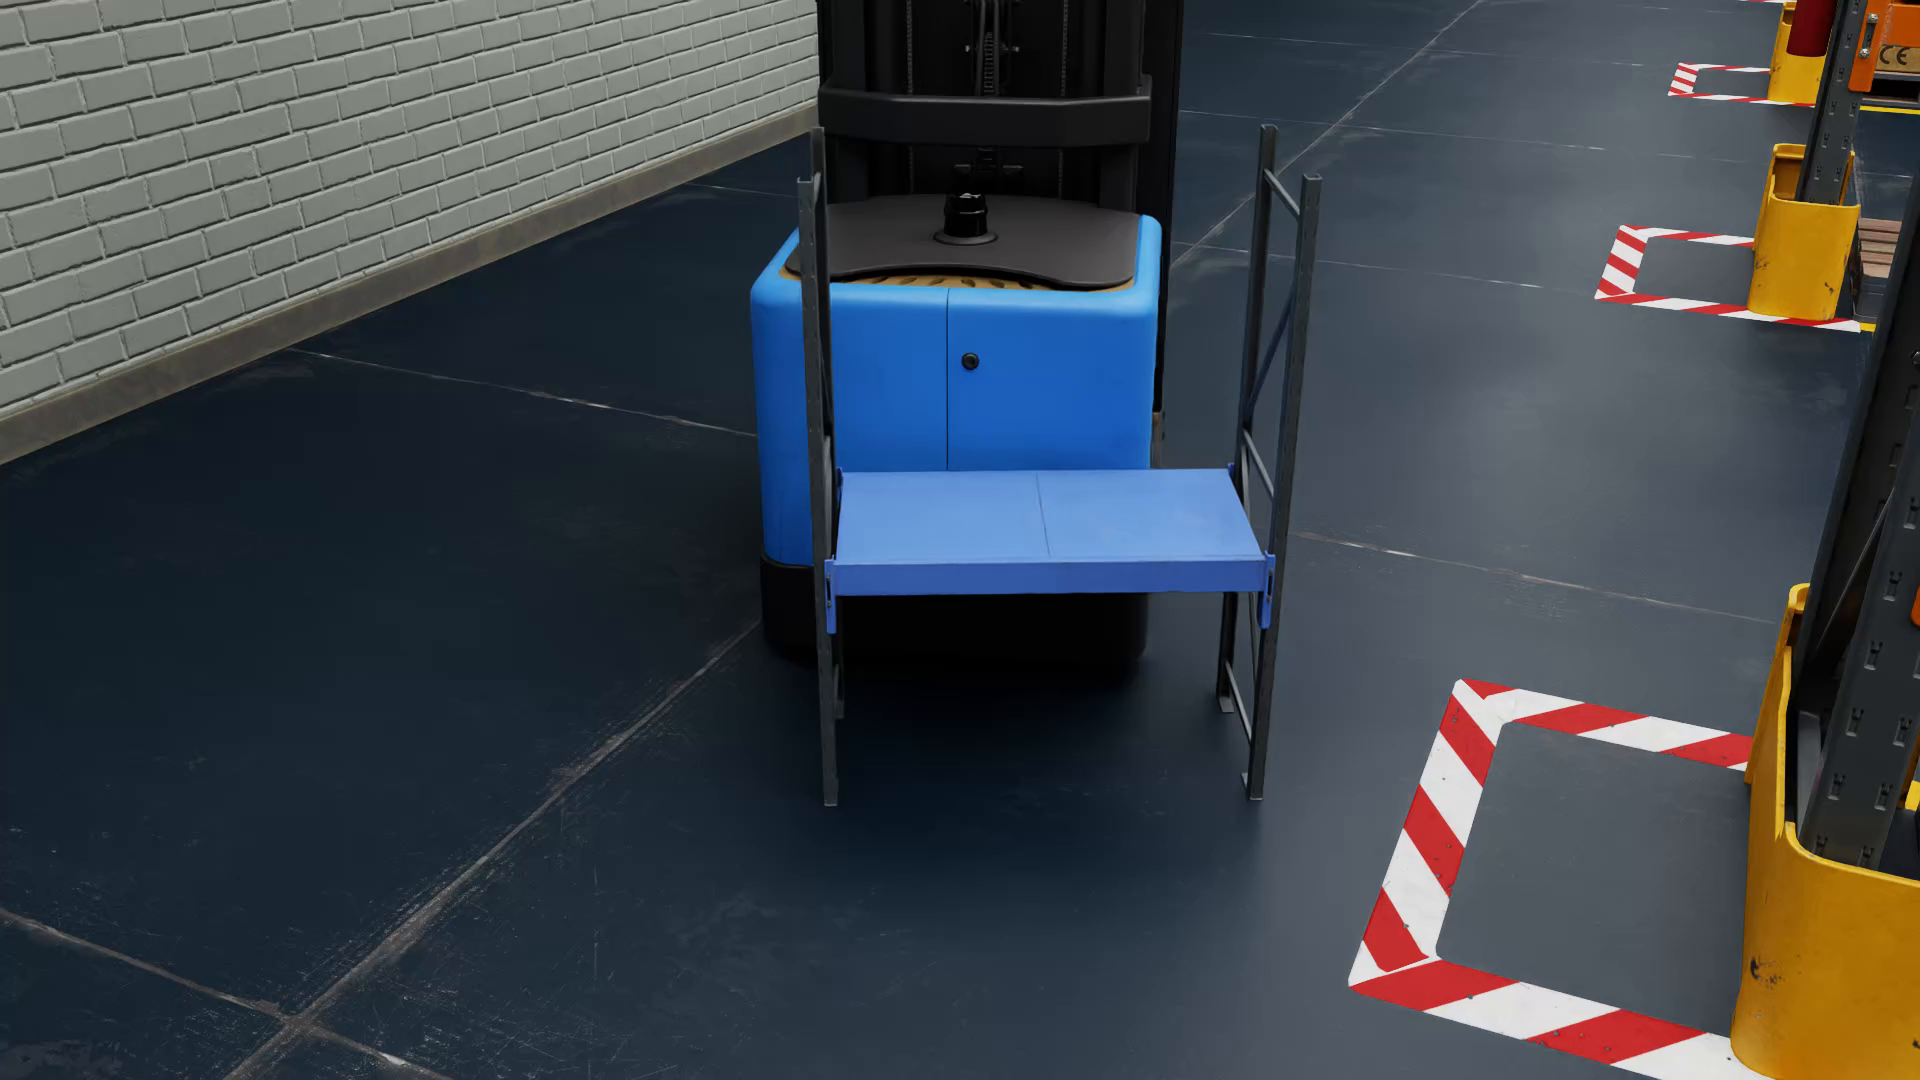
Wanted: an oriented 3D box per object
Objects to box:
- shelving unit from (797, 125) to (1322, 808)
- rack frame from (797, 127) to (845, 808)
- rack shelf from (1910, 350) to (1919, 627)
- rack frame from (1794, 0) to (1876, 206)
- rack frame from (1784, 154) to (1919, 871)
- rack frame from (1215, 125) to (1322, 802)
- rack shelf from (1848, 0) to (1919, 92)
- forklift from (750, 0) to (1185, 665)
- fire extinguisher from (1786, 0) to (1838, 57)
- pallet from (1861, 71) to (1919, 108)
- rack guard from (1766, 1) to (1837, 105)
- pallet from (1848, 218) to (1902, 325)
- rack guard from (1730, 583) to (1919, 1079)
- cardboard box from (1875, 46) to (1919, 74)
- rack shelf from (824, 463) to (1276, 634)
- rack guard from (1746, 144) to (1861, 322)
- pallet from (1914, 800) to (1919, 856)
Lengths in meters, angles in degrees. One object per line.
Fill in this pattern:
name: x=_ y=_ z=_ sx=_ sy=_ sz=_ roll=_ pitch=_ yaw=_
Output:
shelving unit: x=0.194 y=-0.151 z=3.860 sx=1.048 sy=1.500 sz=0.538 roll=-1 pitch=26 yaw=-1
rack frame: x=-0.314 y=-0.146 z=3.848 sx=0.032 sy=1.500 sz=0.500 roll=-1 pitch=26 yaw=-1
rack shelf: x=3.629 y=0.137 z=2.391 sx=4.000 sy=0.370 sz=1.077 roll=11 pitch=28 yaw=22
rack frame: x=3.862 y=-2.543 z=7.019 sx=0.127 sy=3.000 sz=1.000 roll=11 pitch=28 yaw=22
rack frame: x=1.808 y=-0.552 z=2.975 sx=0.127 sy=3.000 sz=1.000 roll=11 pitch=28 yaw=22
rack frame: x=0.702 y=-0.157 z=3.871 sx=0.032 sy=1.500 sz=0.500 roll=-1 pitch=26 yaw=-1
rack shelf: x=5.683 y=-1.854 z=6.435 sx=4.000 sy=0.370 sz=1.077 roll=11 pitch=28 yaw=22
forklift: x=0.148 y=-1.605 z=5.192 sx=1.130 sy=2.935 sz=3.031 roll=3 pitch=26 yaw=6
fire extinguisher: x=3.913 y=-2.551 z=7.545 sx=0.183 sy=0.674 sz=0.296 roll=11 pitch=28 yaw=22
pallet: x=6.673 y=-3.169 z=11.447 sx=1.213 sy=0.211 sz=1.003 roll=11 pitch=28 yaw=22
rack guard: x=5.891 y=-3.417 z=11.625 sx=0.348 sy=0.500 sz=1.175 roll=11 pitch=28 yaw=22
pallet: x=4.597 y=-1.125 z=7.297 sx=1.213 sy=0.211 sz=1.003 roll=11 pitch=28 yaw=22
rack guard: x=1.878 y=0.584 z=3.499 sx=0.348 sy=0.500 sz=1.175 roll=11 pitch=28 yaw=22
cardboard box: x=6.528 y=-3.685 z=11.268 sx=0.875 sy=0.875 sz=0.875 roll=11 pitch=28 yaw=22
rack shelf: x=0.194 y=0.010 z=3.939 sx=1.000 sy=0.185 sz=0.538 roll=-1 pitch=26 yaw=-1
rack guard: x=3.835 y=-1.421 z=7.569 sx=0.348 sy=0.500 sz=1.175 roll=11 pitch=28 yaw=22
pallet: x=2.604 y=0.859 z=3.267 sx=1.213 sy=0.211 sz=1.003 roll=11 pitch=28 yaw=22
